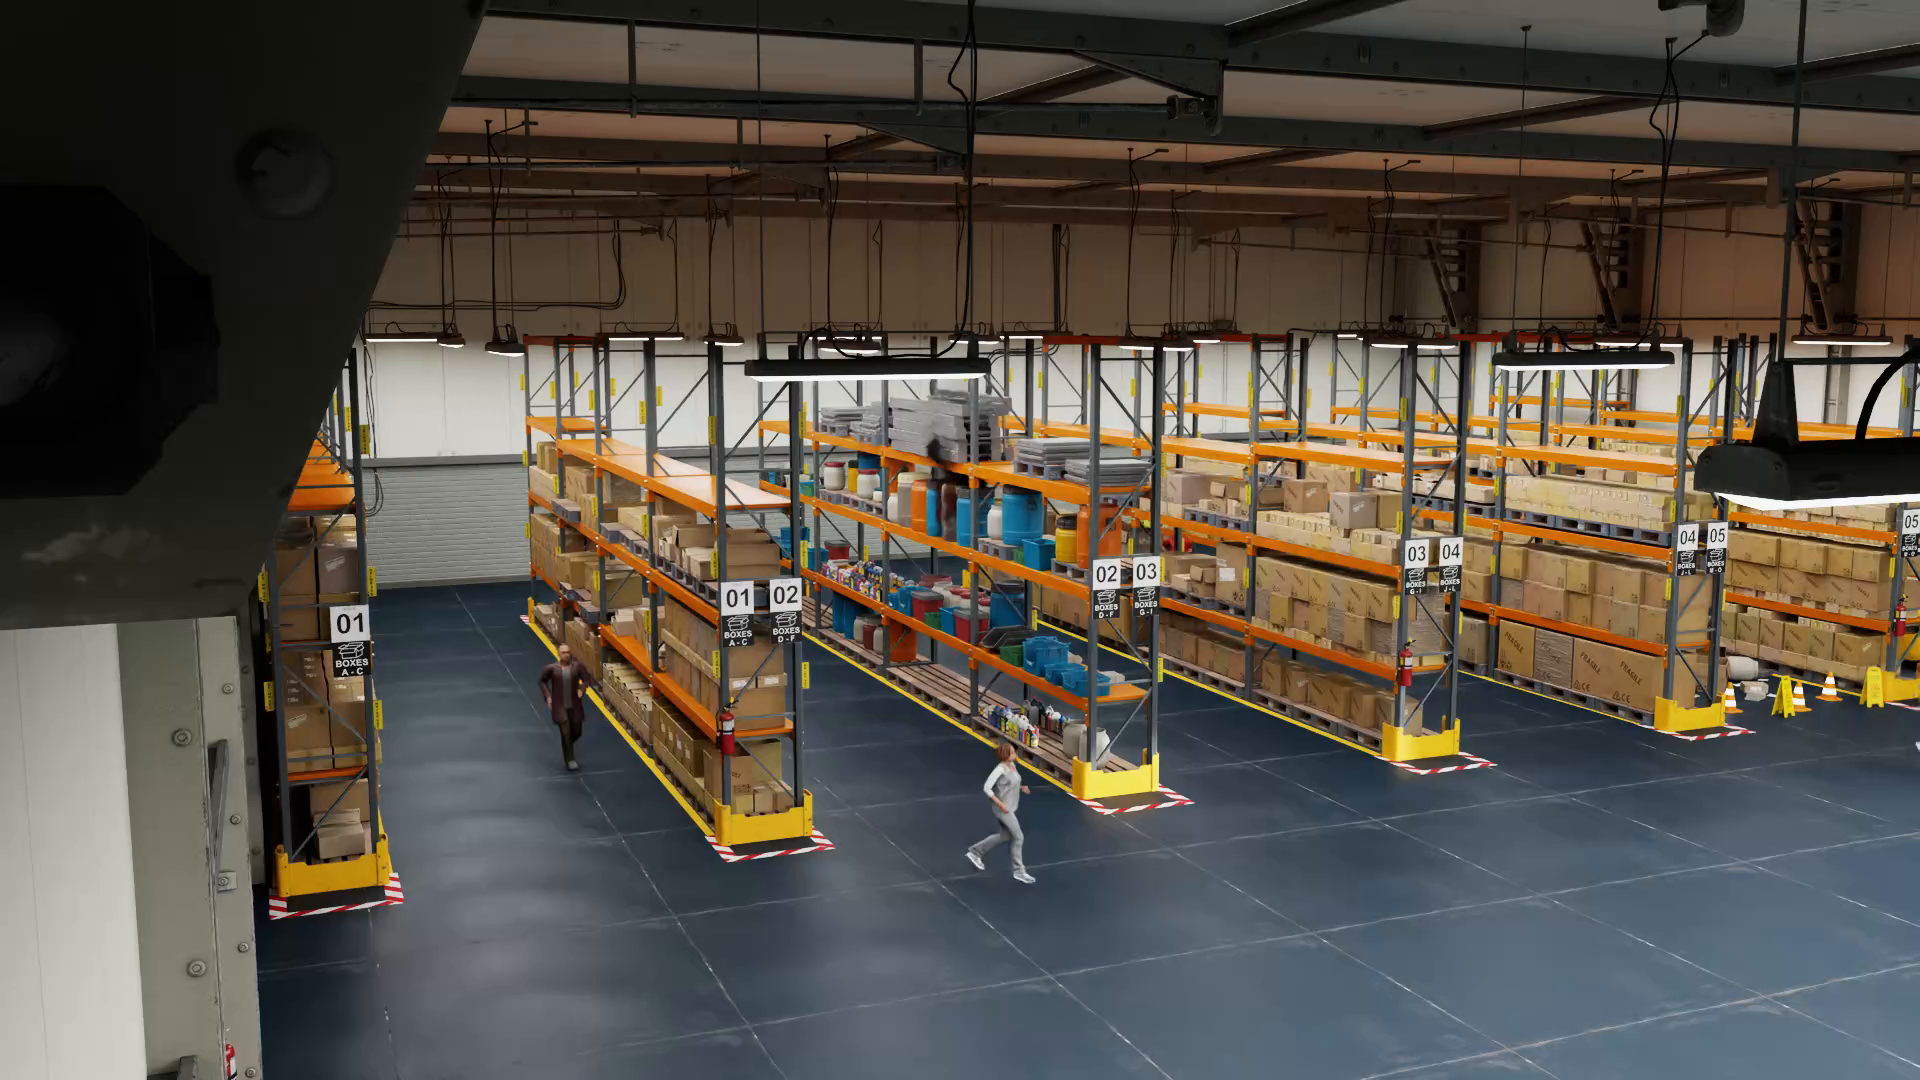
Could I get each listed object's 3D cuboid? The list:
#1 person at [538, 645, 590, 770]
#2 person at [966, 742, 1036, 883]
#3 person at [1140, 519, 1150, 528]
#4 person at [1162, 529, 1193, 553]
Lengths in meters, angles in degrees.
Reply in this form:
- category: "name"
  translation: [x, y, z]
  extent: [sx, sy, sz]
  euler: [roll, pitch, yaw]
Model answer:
- category: "person"
  translation: [-5.589, 2.338, 23.569]
  extent: [0.709, 1.742, 0.785]
  euler: [-3, 8, -23]
- category: "person"
  translation: [0.469, 3.105, 18.786]
  extent: [0.802, 1.512, 0.528]
  euler: [2, 8, 12]
- category: "person"
  translation: [4.759, -0.057, 41.602]
  extent: [0.826, 1.802, 0.712]
  euler: [-2, 8, -17]
- category: "person"
  translation: [4.870, 0.558, 37.061]
  extent: [0.646, 1.751, 0.893]
  euler: [-2, 8, -14]
